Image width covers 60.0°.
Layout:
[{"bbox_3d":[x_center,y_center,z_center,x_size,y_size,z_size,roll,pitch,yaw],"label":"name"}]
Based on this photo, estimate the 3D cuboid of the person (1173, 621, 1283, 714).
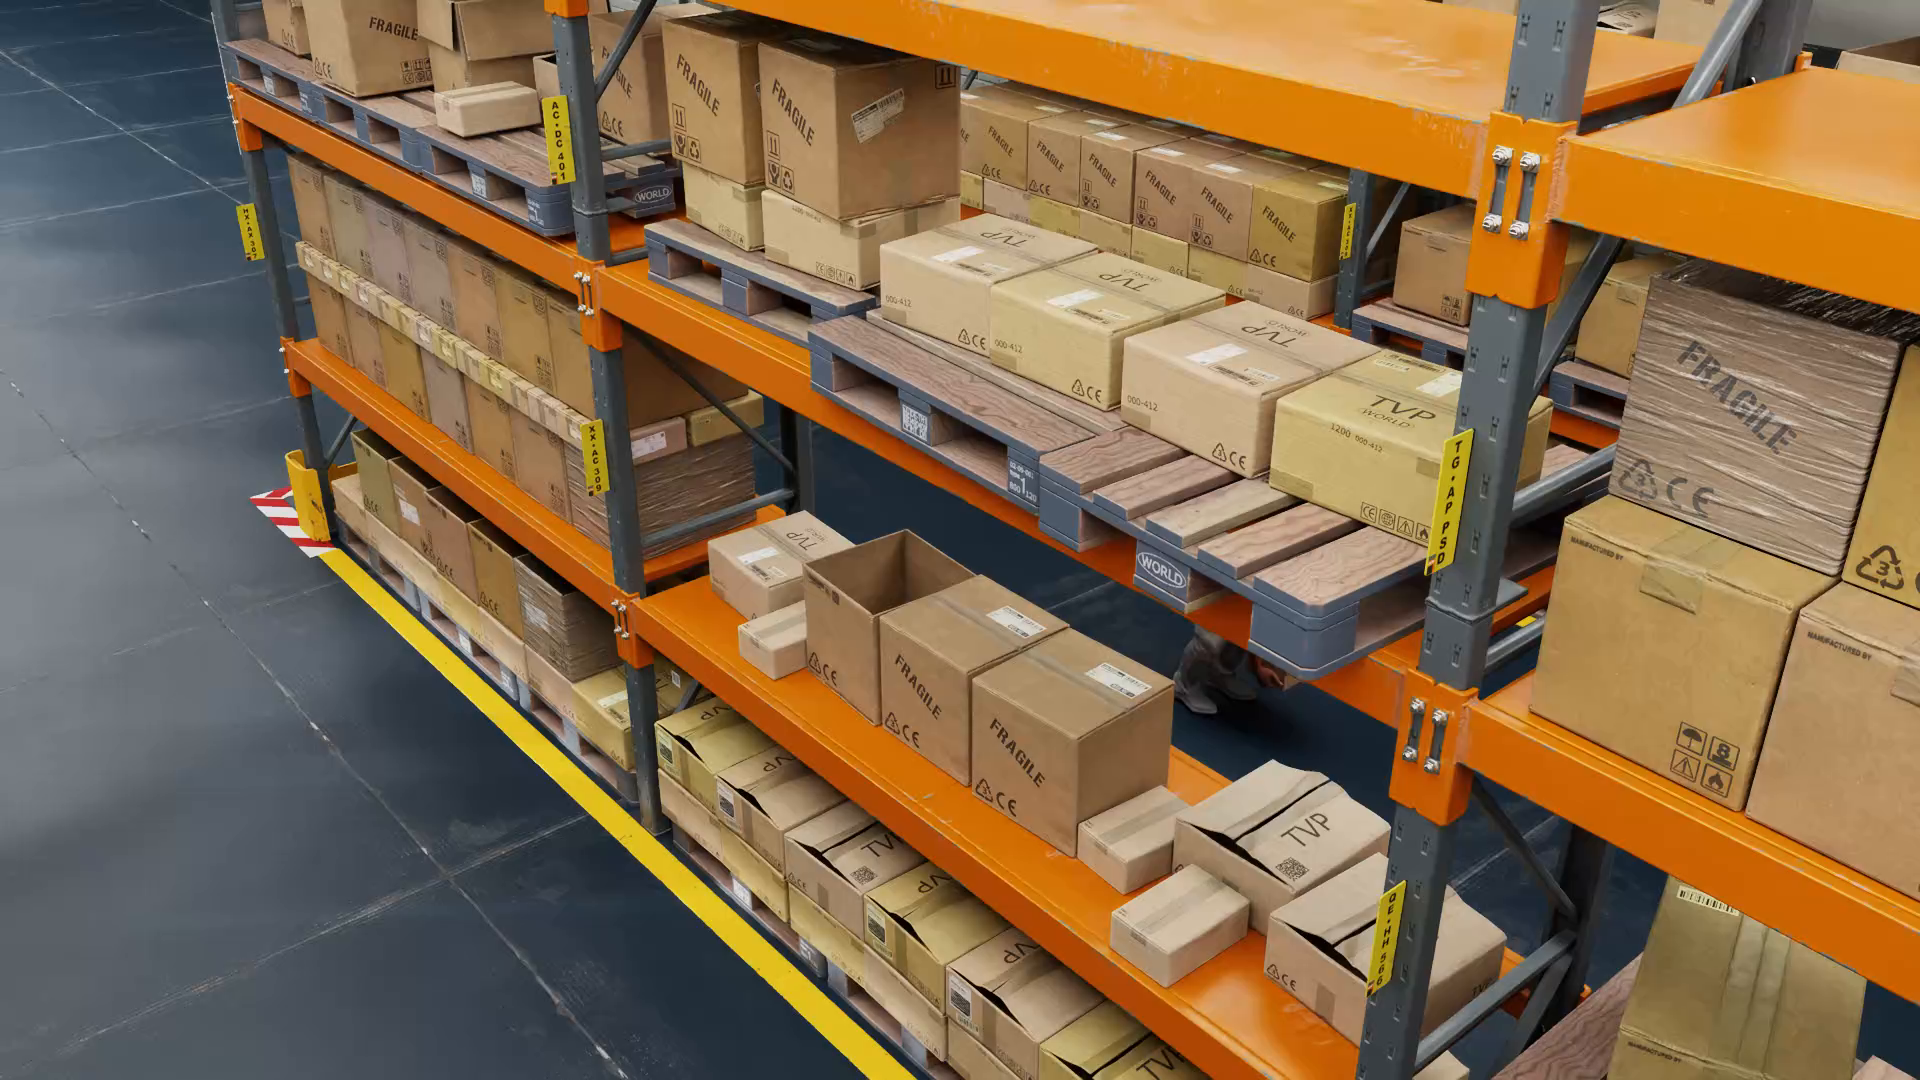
[{"bbox_3d":[1.477,0.366,8.522,0.507,1.187,0.953,-24,36,-37],"label":"person"}]
